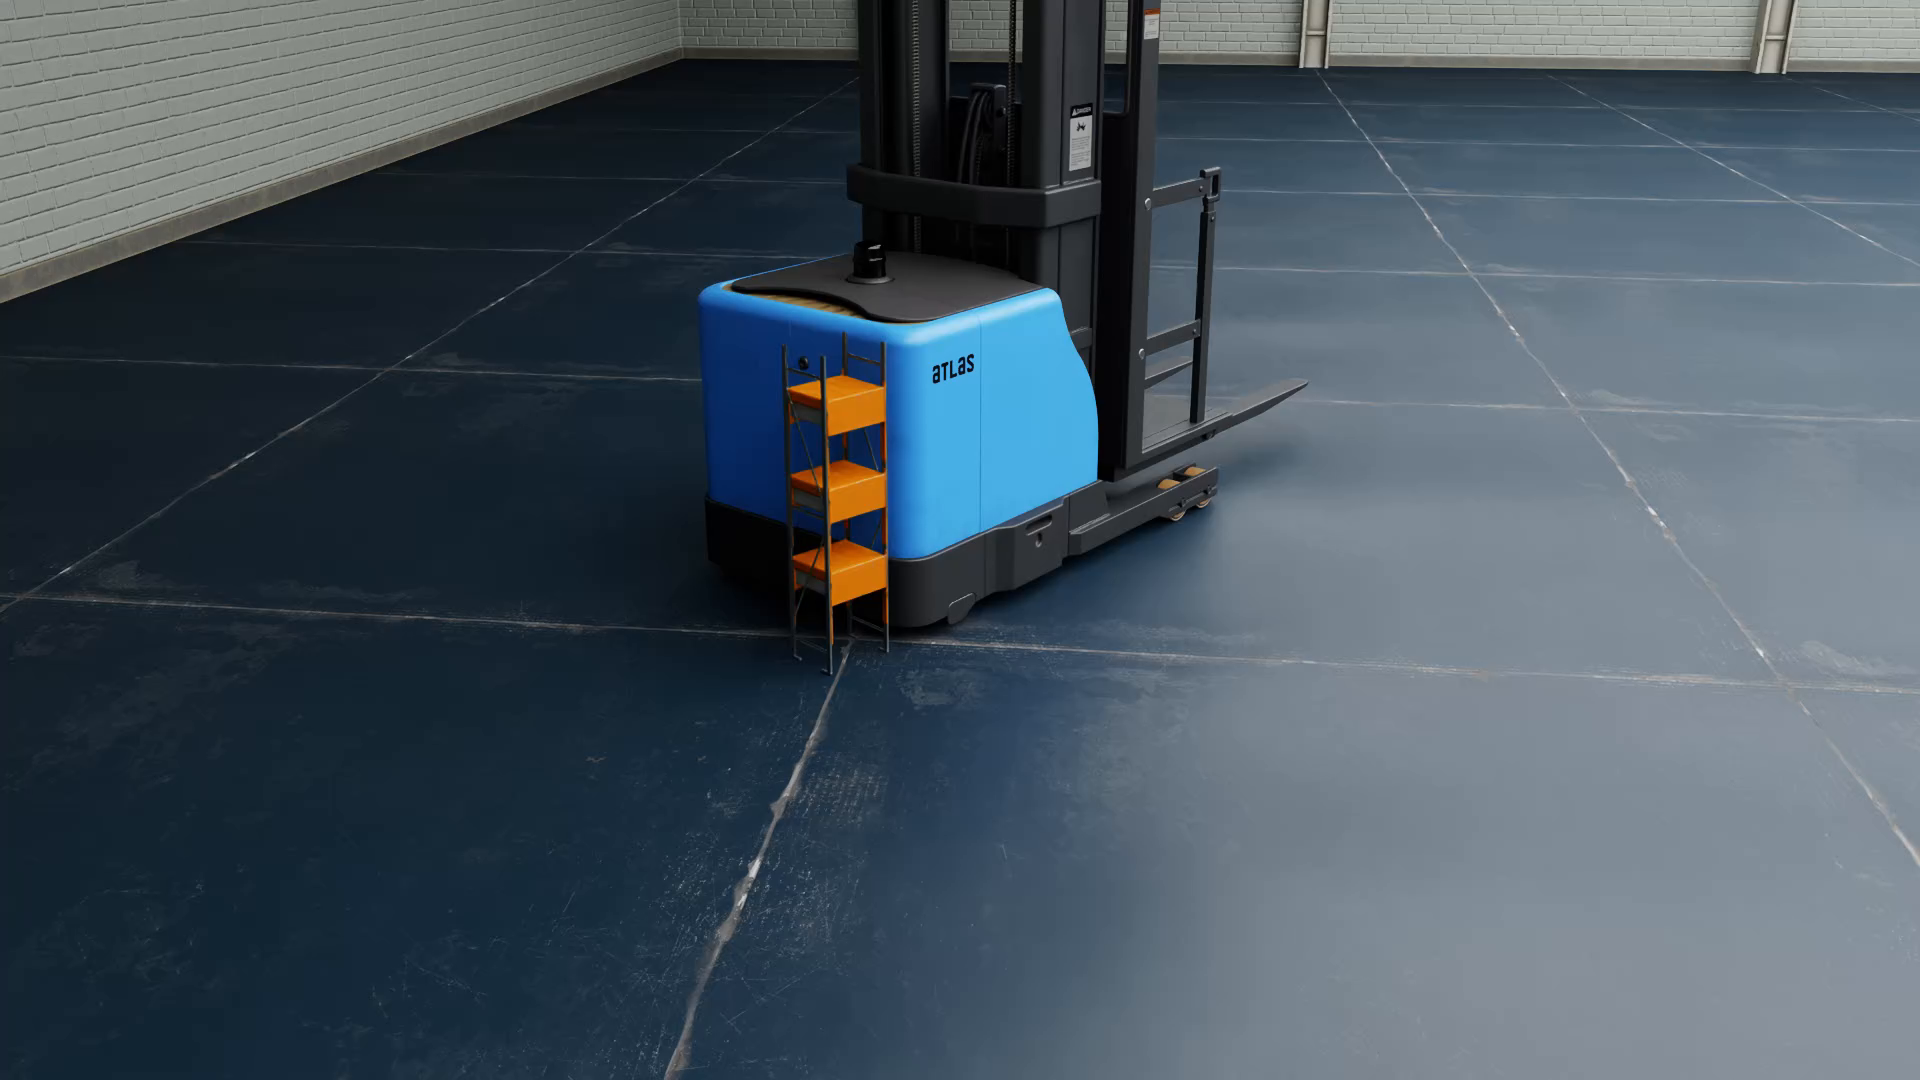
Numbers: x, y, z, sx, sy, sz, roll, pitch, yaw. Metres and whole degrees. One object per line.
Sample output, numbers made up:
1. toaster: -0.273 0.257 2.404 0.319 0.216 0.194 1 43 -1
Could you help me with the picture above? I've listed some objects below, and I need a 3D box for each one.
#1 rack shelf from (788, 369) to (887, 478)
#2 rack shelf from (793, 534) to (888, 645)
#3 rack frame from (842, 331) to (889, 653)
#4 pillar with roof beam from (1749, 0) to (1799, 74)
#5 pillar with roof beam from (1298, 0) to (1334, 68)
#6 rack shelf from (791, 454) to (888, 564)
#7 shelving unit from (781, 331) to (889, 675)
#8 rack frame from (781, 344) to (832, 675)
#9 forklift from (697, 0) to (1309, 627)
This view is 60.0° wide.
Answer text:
1. rack shelf: -0.389 -0.368 5.195 0.240 0.259 0.215 -19 29 -41
2. rack shelf: -0.393 0.156 5.397 0.240 0.259 0.215 -19 29 -41
3. rack frame: -0.304 -0.143 5.373 0.008 1.050 0.200 -19 29 -41
4. pillar with roof beam: 10.328 -8.894 16.698 0.400 9.000 9.100 2 22 6
5. pillar with roof beam: 4.370 -9.154 17.355 0.400 9.000 9.100 2 22 6
6. rack shelf: -0.391 -0.103 5.297 0.240 0.259 0.215 -19 29 -41
7. shelving unit: -0.391 -0.113 5.293 0.252 1.050 0.215 -19 29 -41
8. rack frame: -0.478 -0.083 5.213 0.008 1.050 0.200 -19 29 -41
9. forklift: 0.399 -1.542 6.353 1.130 2.935 3.031 17 27 36
